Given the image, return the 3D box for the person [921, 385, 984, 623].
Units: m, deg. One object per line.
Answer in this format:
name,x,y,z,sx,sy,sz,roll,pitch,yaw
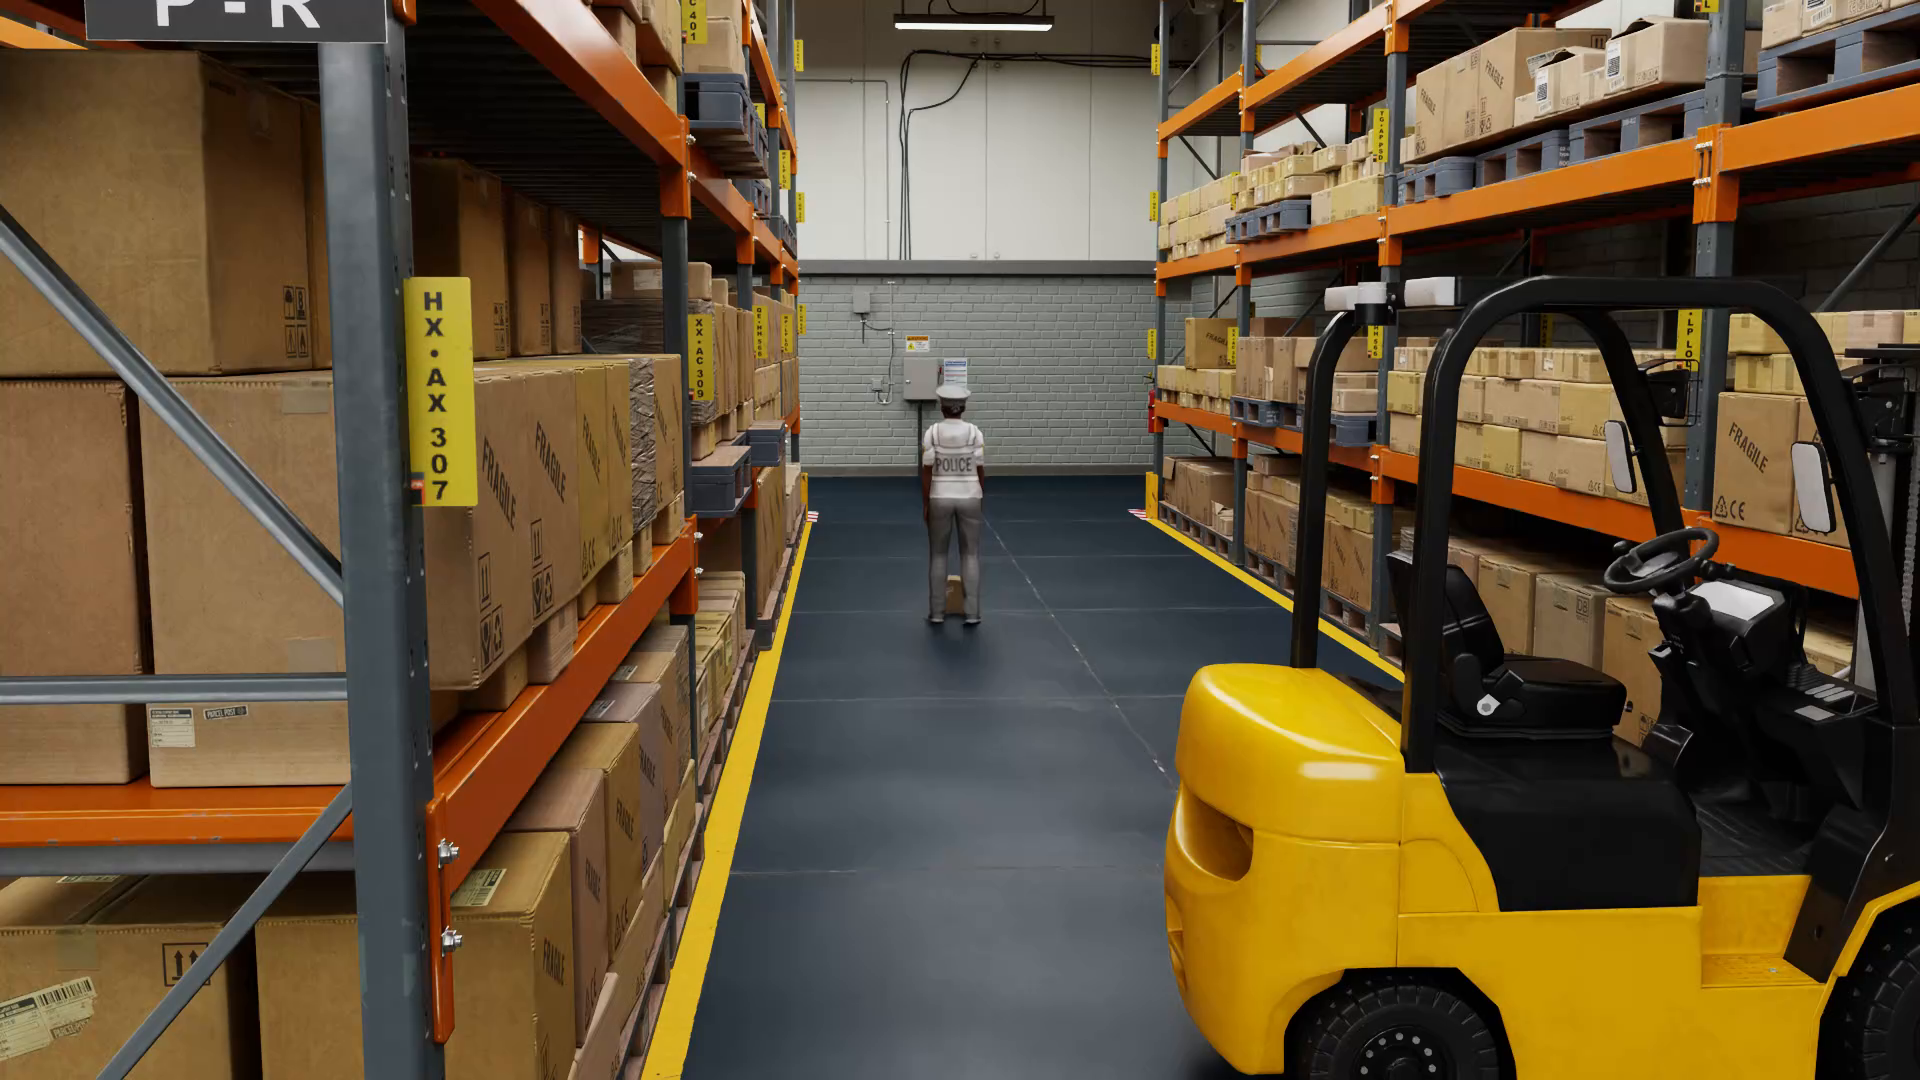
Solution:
person,-0.053,-0.246,11.715,0.447,1.690,0.358,0,7,-2
